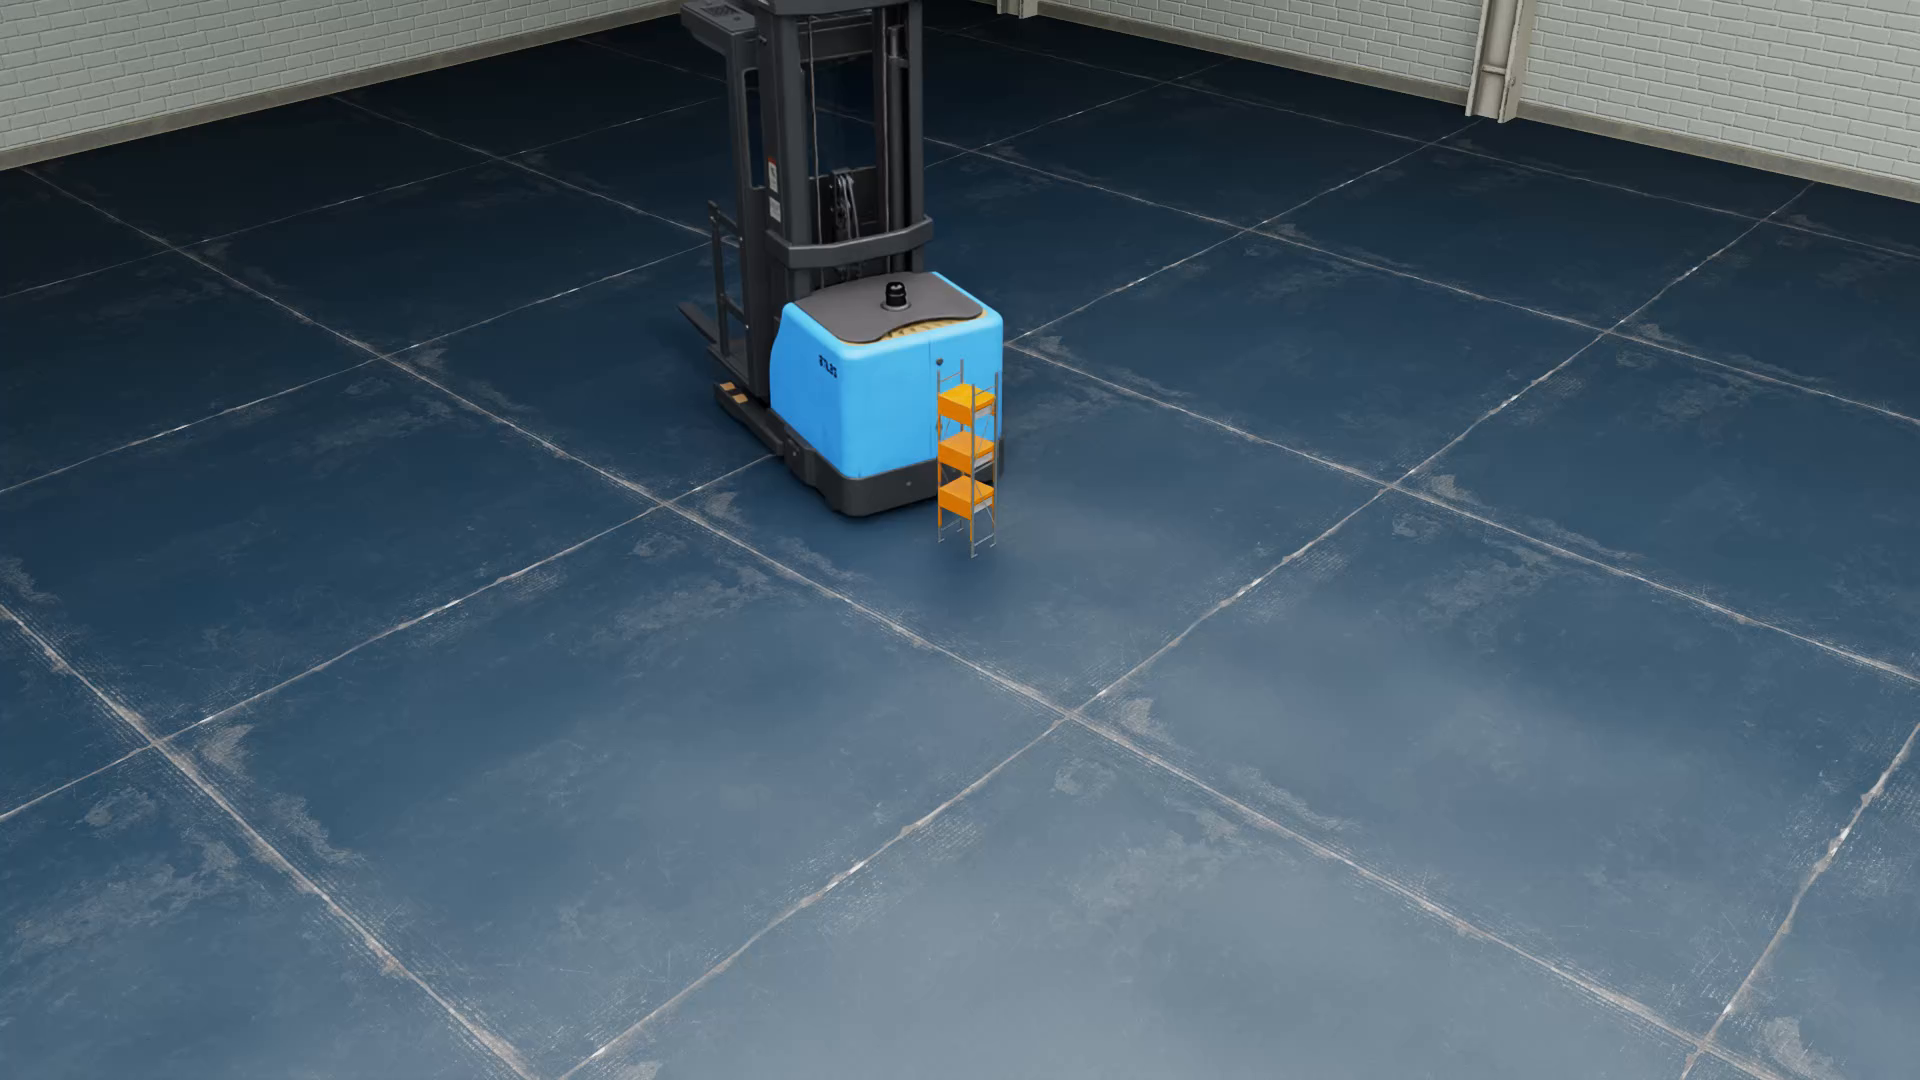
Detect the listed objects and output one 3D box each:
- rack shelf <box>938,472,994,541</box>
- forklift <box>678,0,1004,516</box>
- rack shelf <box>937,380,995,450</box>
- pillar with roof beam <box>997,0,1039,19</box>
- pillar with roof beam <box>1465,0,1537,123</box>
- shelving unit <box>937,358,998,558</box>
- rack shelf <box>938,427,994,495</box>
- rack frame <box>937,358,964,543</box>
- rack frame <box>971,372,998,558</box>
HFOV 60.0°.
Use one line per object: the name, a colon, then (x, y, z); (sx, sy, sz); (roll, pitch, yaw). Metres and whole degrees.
rack shelf: (0.040, -0.184, 9.097); (0.240, 0.259, 0.215); (25, 39, 35)
forklift: (-0.916, -2.118, 9.926); (1.130, 2.935, 3.031); (-17, 35, -25)
rack shelf: (0.040, -0.665, 8.808); (0.240, 0.259, 0.215); (25, 39, 35)
pillar with roof beam: (-2.211, -8.385, 14.453); (0.400, 9.000, 9.100); (25, 39, 35)
pillar with roof beam: (2.238, -6.308, 11.004); (0.400, 9.000, 9.100); (25, 39, 35)
shelving unit: (0.040, -0.431, 8.948); (0.252, 1.050, 0.215); (25, 39, 35)
rack shelf: (0.040, -0.422, 8.954); (0.240, 0.259, 0.215); (25, 39, 35)
rack frame: (-0.051, -0.473, 9.019); (0.008, 1.050, 0.200); (25, 39, 35)
rack frame: (0.130, -0.389, 8.878); (0.008, 1.050, 0.200); (25, 39, 35)
